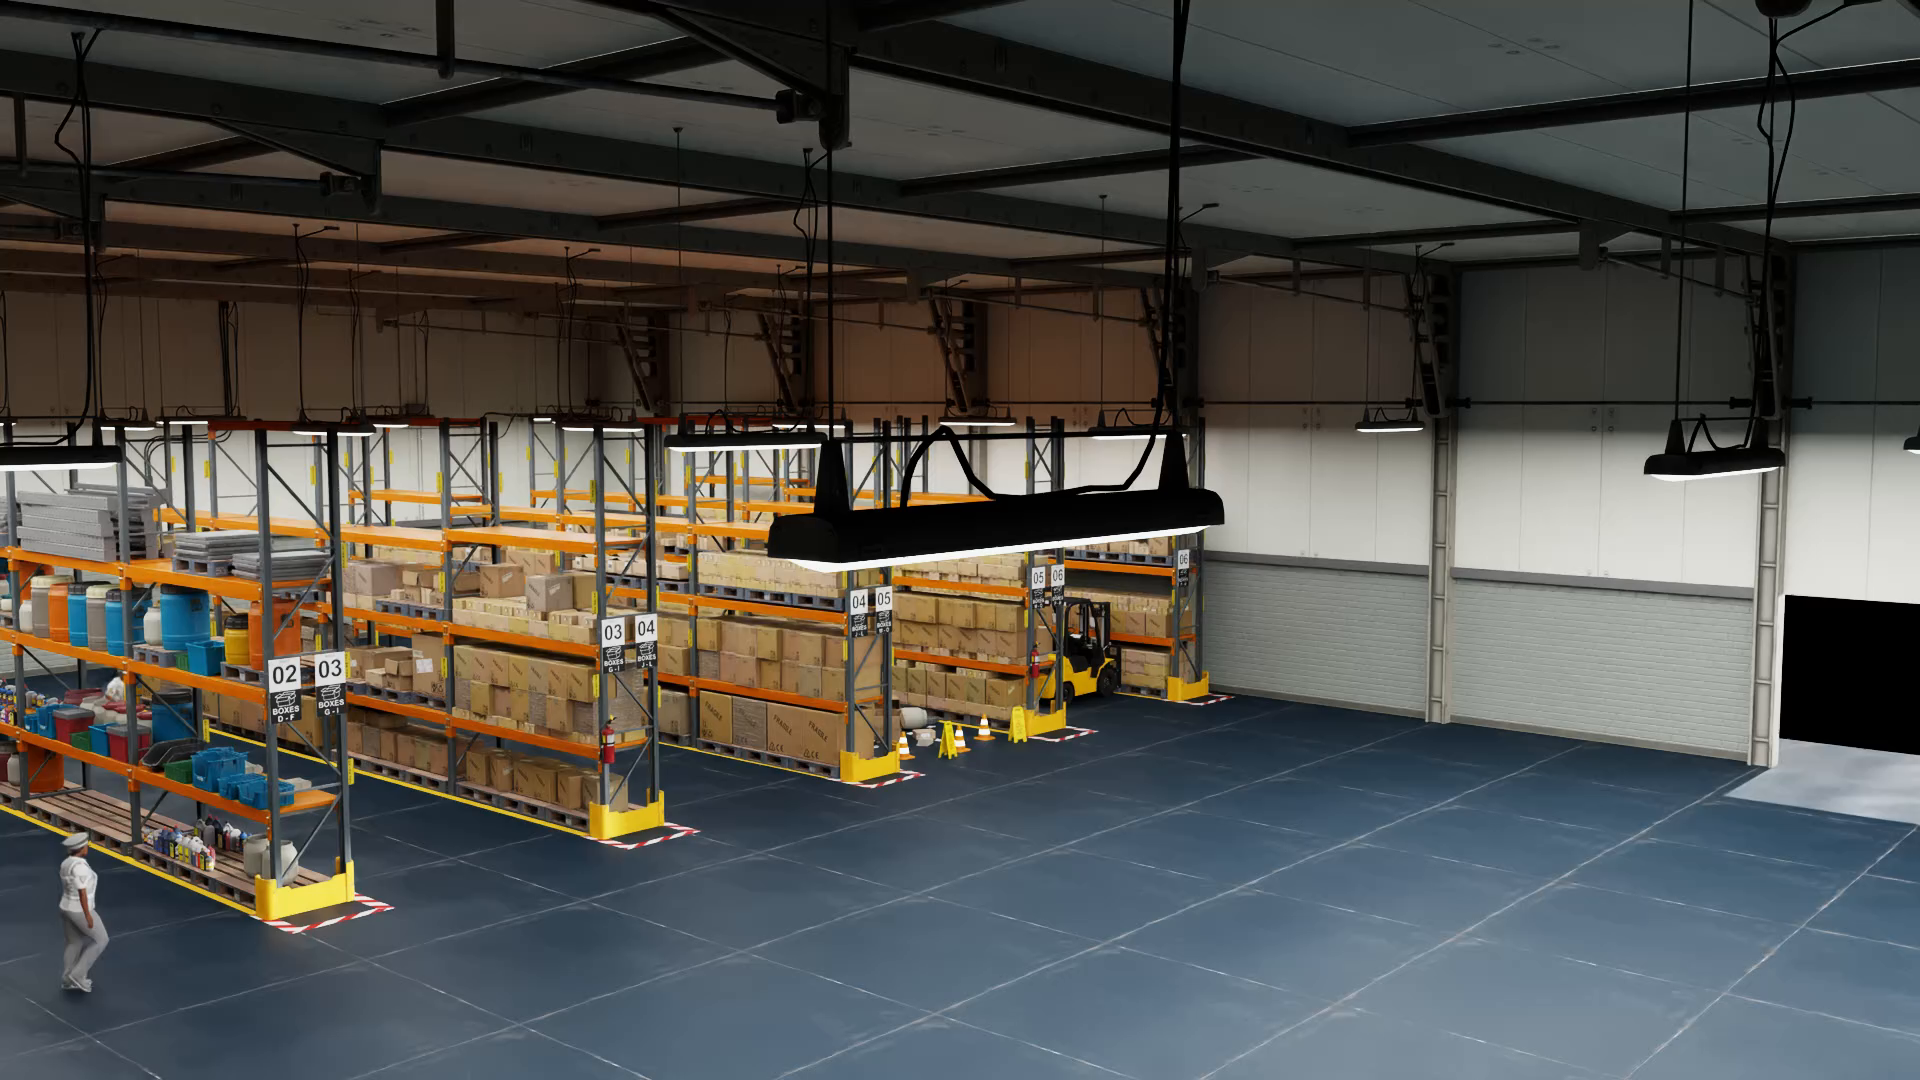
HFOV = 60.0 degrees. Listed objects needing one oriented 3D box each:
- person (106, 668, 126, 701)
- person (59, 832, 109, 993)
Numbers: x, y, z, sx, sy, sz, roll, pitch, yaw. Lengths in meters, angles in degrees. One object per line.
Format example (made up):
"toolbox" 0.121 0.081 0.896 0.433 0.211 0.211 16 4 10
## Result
"person" -15.249 3.042 30.127 0.726 1.565 0.559 4 6 38
"person" -9.456 4.001 17.891 0.482 1.694 0.408 4 6 41
